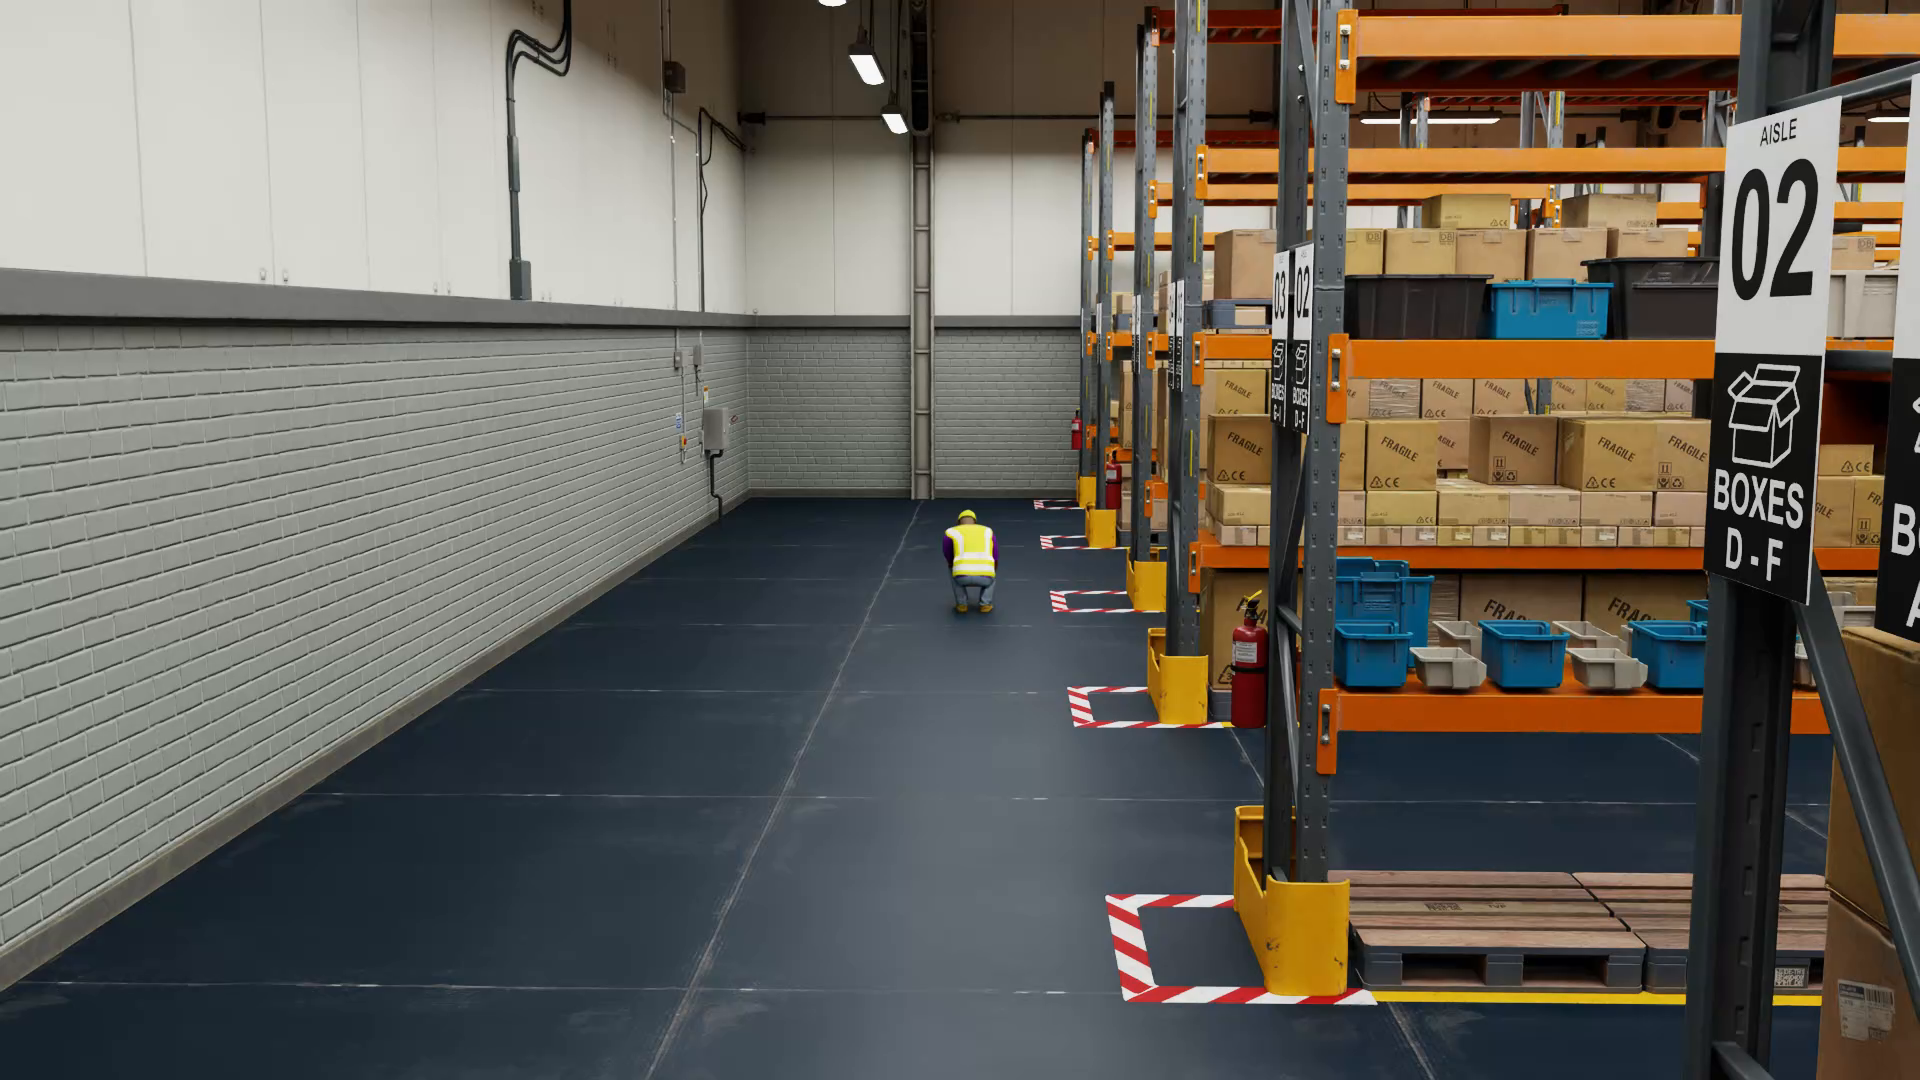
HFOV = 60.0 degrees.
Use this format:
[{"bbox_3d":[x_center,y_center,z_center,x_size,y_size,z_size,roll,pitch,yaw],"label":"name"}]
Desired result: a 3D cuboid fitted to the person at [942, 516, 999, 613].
[{"bbox_3d":[0.111,0.228,17.095,0.585,0.967,0.874,0,7,1],"label":"person"}]
